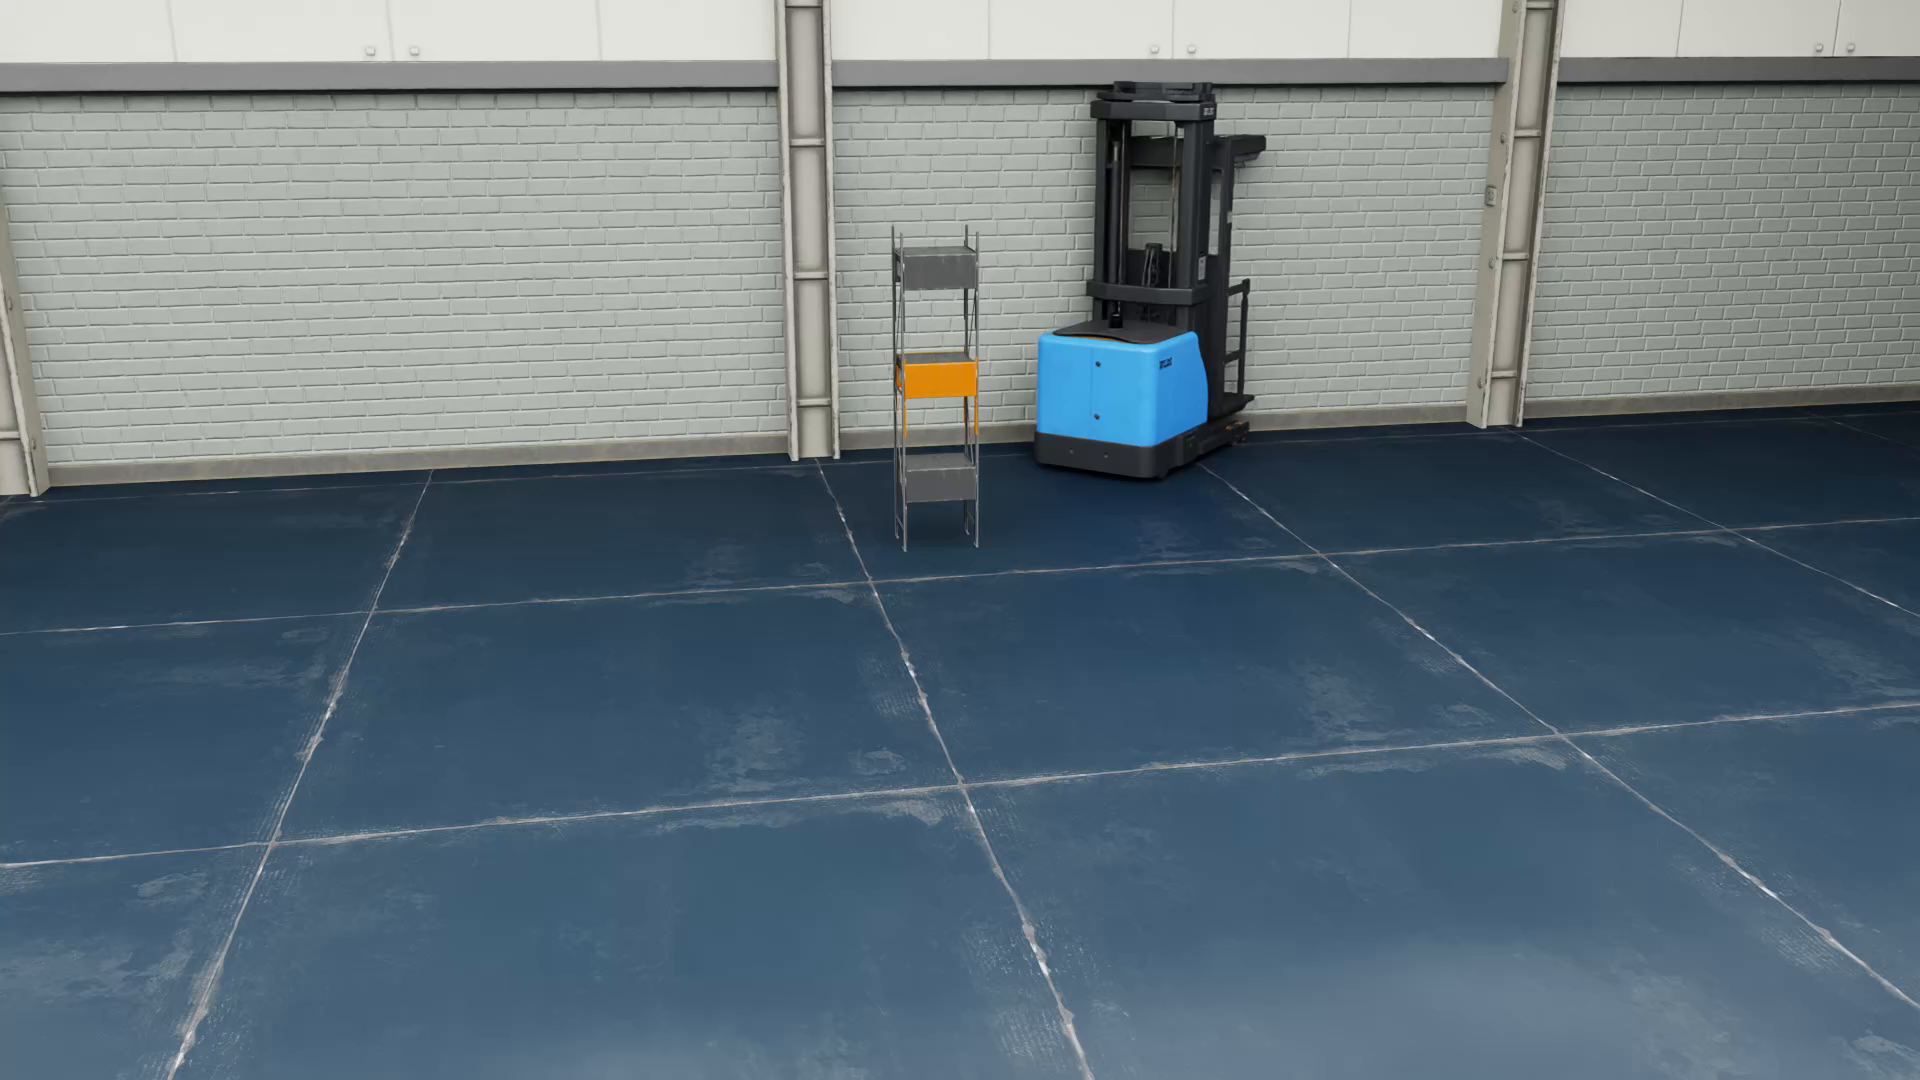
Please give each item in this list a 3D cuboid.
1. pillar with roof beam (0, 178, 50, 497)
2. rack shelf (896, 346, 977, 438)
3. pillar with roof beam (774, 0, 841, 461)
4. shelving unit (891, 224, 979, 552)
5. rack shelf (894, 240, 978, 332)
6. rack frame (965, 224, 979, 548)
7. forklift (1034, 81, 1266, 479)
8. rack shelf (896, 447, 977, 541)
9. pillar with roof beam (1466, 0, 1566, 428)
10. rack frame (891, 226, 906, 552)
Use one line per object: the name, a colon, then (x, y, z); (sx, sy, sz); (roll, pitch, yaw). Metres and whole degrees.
pillar with roof beam: (-6.266, -3.420, 7.121); (0.400, 9.000, 9.100); (-3, 17, -10)
rack shelf: (-0.163, -0.981, 10.978); (0.480, 0.518, 0.431); (-3, 17, -10)
pillar with roof beam: (-0.375, -3.754, 8.209); (0.400, 9.000, 9.100); (-3, 17, -10)
shelving unit: (-0.163, -0.995, 10.974); (0.503, 2.100, 0.431); (-3, 17, -10)
rack shelf: (-0.163, -1.651, 10.772); (0.480, 0.518, 0.431); (-3, 17, -10)
rack frame: (0.077, -1.008, 11.018); (0.015, 2.100, 0.400); (-3, 17, -10)
forklift: (1.787, -2.249, 13.643); (1.130, 2.935, 3.031); (10, 20, 30)
rack shelf: (-0.163, -0.312, 11.183); (0.480, 0.518, 0.431); (-3, 17, -10)
pillar with roof beam: (5.516, -4.089, 9.297); (0.400, 9.000, 9.100); (-3, 17, -10)
rack frame: (-0.402, -0.981, 10.929); (0.015, 2.100, 0.400); (-3, 17, -10)
